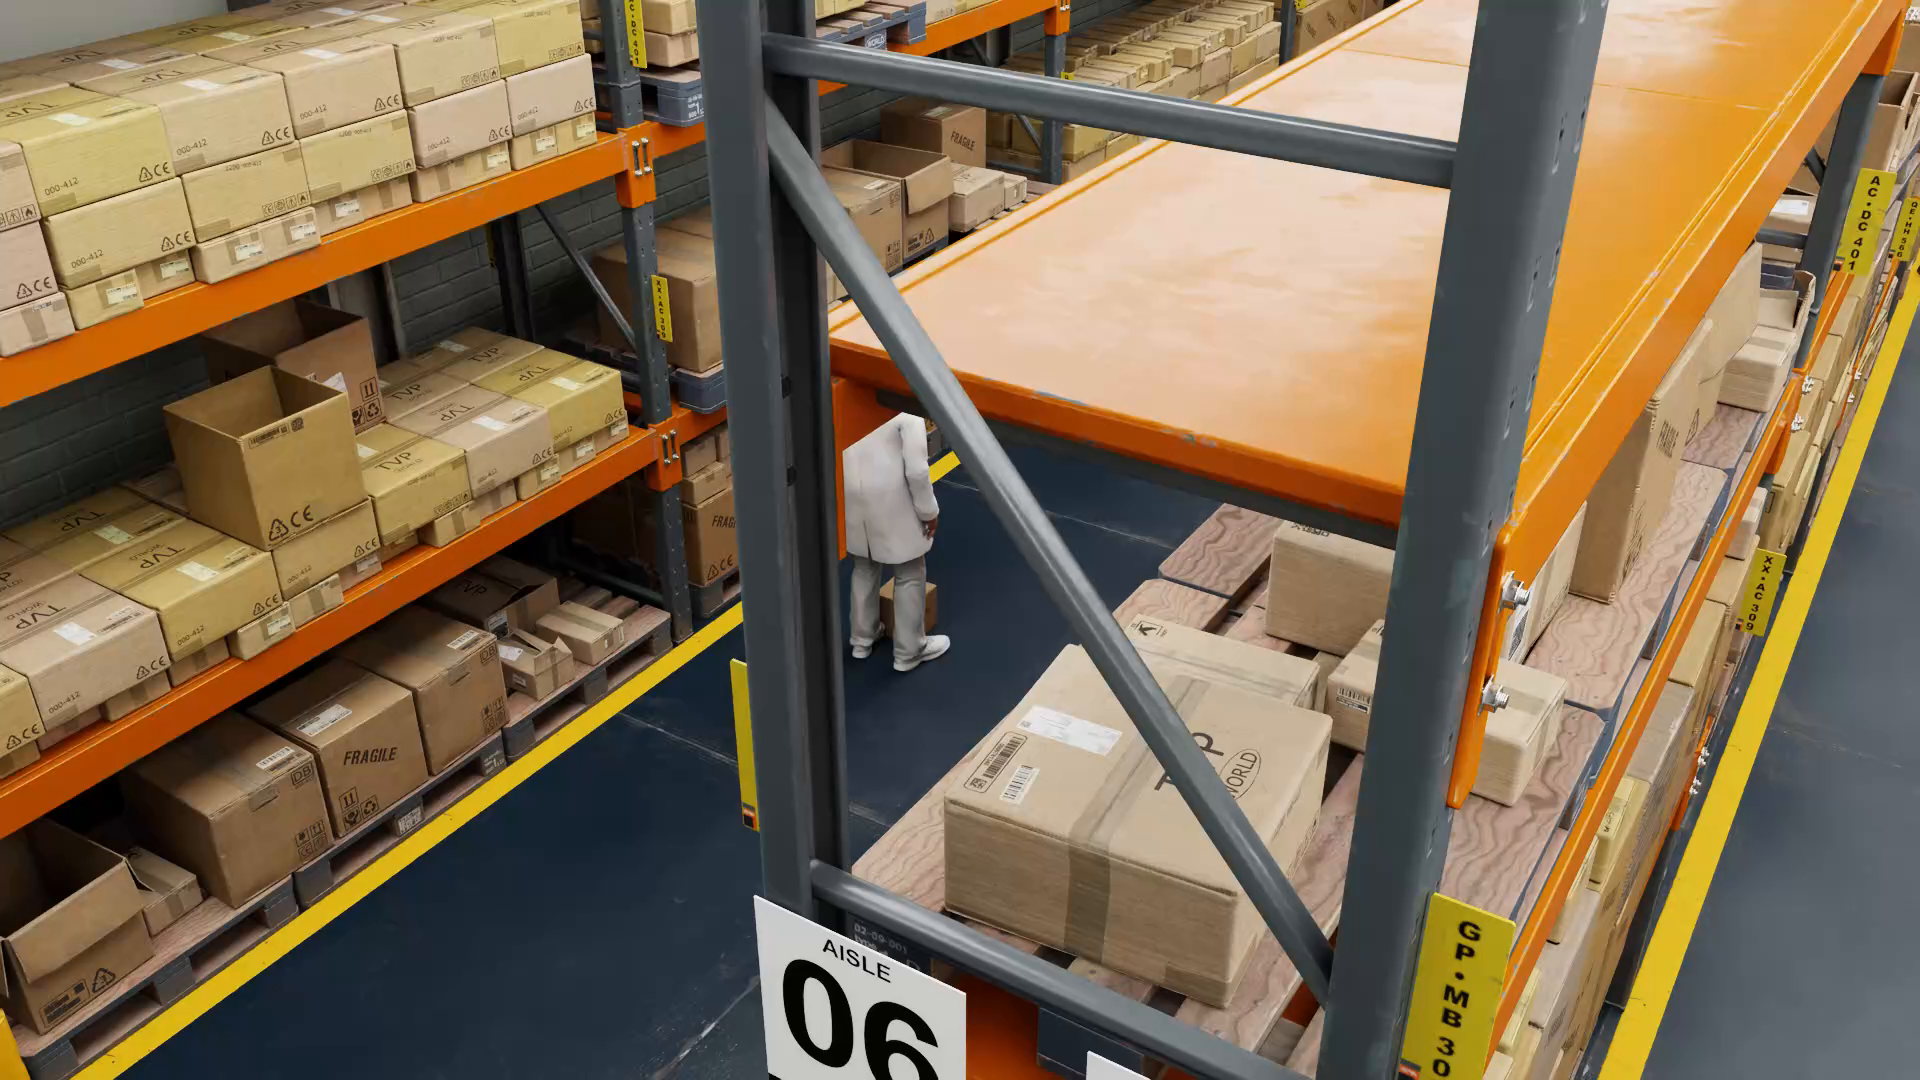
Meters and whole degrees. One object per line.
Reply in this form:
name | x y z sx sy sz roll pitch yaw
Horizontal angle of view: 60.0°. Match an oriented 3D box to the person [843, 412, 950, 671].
person | -0.403 -0.175 8.512 0.649 1.772 0.433 15 33 23
